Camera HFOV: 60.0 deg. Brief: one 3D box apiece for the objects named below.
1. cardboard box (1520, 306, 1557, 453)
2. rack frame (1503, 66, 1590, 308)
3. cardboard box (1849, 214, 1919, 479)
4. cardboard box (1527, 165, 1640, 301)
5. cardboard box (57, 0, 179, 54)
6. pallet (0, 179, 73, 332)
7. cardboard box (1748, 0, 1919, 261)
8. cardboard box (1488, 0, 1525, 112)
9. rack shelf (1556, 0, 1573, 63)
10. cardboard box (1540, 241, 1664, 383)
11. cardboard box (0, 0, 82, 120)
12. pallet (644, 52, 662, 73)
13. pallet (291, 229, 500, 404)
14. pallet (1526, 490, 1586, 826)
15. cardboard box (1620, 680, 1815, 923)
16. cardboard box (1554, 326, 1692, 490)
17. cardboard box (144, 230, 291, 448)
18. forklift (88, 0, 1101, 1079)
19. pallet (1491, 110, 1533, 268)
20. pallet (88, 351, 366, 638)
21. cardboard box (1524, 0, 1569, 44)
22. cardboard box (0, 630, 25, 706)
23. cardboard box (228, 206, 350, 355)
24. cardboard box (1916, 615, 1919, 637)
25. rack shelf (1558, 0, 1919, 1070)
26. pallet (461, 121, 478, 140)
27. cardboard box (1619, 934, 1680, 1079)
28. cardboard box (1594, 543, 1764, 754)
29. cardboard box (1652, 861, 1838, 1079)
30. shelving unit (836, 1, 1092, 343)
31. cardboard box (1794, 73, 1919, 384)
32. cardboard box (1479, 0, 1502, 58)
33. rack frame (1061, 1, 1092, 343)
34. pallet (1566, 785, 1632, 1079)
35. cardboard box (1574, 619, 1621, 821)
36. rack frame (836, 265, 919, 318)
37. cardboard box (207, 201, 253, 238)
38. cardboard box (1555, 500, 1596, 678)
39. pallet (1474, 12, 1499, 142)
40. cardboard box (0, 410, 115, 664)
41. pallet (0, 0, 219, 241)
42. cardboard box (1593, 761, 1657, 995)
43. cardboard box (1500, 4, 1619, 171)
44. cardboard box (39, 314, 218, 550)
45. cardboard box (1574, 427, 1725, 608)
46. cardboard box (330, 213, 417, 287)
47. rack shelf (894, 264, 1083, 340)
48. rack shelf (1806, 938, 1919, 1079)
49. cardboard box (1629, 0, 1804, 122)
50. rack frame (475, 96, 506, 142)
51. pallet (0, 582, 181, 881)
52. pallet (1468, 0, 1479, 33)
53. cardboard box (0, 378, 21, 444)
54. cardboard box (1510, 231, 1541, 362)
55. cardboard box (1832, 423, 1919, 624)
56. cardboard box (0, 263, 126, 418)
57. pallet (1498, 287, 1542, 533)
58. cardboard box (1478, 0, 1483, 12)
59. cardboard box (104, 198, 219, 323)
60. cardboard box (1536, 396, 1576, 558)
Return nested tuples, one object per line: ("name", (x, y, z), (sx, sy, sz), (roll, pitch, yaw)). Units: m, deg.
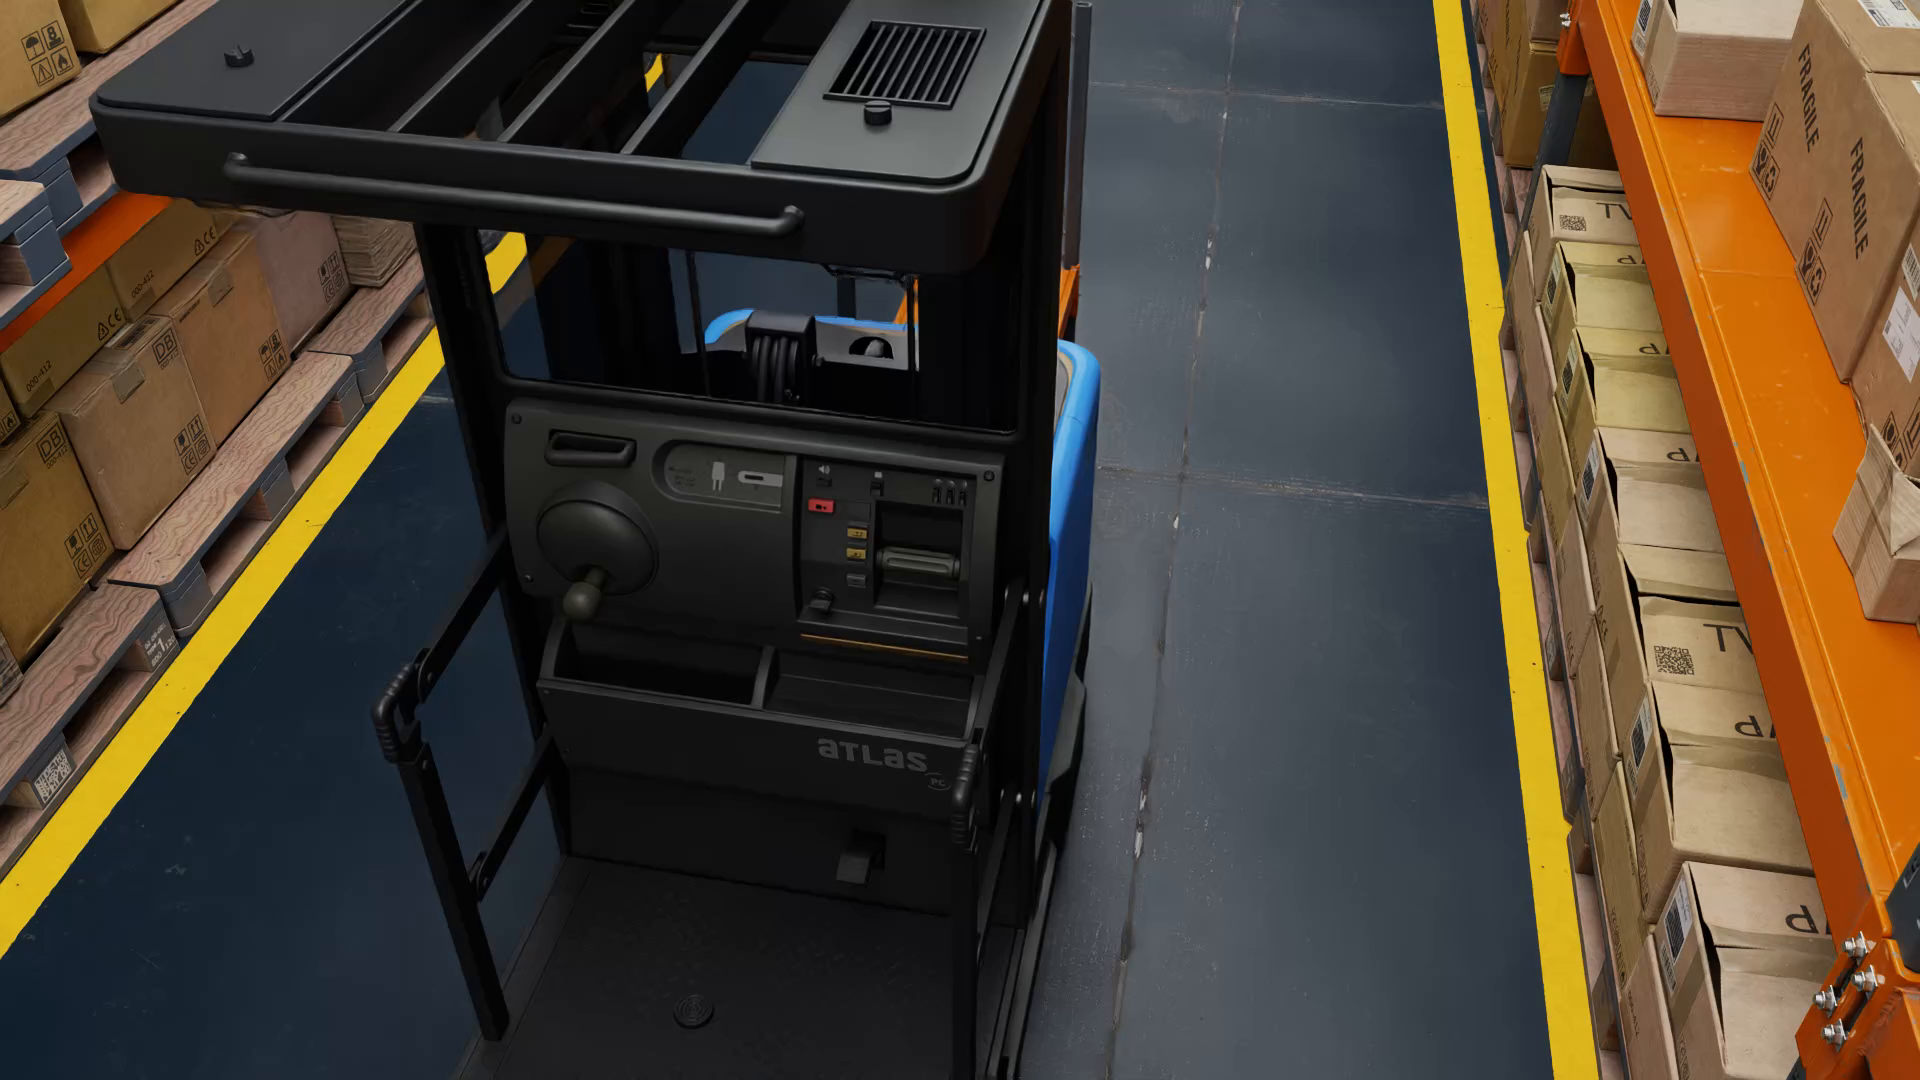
("cardboard box", (2.103, -0.496, 5.325), (0.500, 0.250, 0.500), (5, 40, 6))
("rack frame", (2.569, -2.006, 5.322), (1.000, 3.000, 0.127), (6, 40, 8))
("cardboard box", (2.117, -0.345, 3.235), (0.500, 0.500, 0.500), (9, 40, 11))
("cardboard box", (2.189, -1.028, 5.528), (0.500, 0.311, 0.500), (8, 40, 9))
("cardboard box", (-2.576, -1.678, 4.501), (0.700, 0.500, 0.500), (6, 40, 8))
("pallet", (-2.727, -0.429, 3.566), (1.003, 0.211, 1.213), (6, 40, 8))
("cardboard box", (2.295, -0.990, 4.015), (0.500, 0.500, 0.500), (4, 40, 5))
("cardboard box", (2.589, -2.150, 7.113), (0.500, 0.500, 0.500), (5, 40, 6))
("rack shelf", (2.915, -2.984, 7.070), (1.077, 0.370, 4.000), (6, 40, 8))
("cardboard box", (2.106, -0.697, 5.128), (0.500, 0.311, 0.500), (5, 40, 7))
("cardboard box", (-2.694, -1.330, 4.081), (0.700, 0.500, 0.500), (12, 41, 14))
("pallet", (-1.887, -2.725, 8.380), (1.003, 0.211, 1.213), (6, 40, 8))
("pallet", (-2.447, -0.985, 6.276), (1.003, 0.211, 1.213), (6, 40, 8))
("pallet", (2.175, 0.344, 4.668), (1.003, 0.211, 1.213), (6, 40, 8))
("cardboard box", (1.748, 0.573, 3.591), (0.500, 0.311, 0.500), (7, 40, 9))
("cardboard box", (2.016, -0.378, 4.741), (0.500, 0.311, 0.500), (5, 40, 6))
("cardboard box", (-2.646, -0.673, 5.327), (0.700, 0.500, 0.500), (6, 40, 7))
("forklift", (-0.426, 0.062, 2.875), (1.130, 2.935, 3.031), (7, 40, 9))
("pallet", (2.735, -1.396, 6.773), (1.003, 0.211, 1.213), (6, 40, 8))
("pallet", (-2.661, -0.222, 5.352), (1.003, 0.211, 1.213), (6, 40, 8))
("cardboard box", (2.505, -2.150, 6.524), (0.500, 0.250, 0.500), (8, 40, 9))
("cardboard box", (-2.892, 0.290, 4.161), (0.700, 0.500, 0.500), (8, 40, 9))
("cardboard box", (-2.588, -0.988, 5.708), (0.700, 0.500, 0.500), (6, 40, 8))
("cardboard box", (1.919, 0.248, 2.713), (0.500, 0.250, 0.500), (9, 40, 10))
("rack shelf", (2.223, -0.474, 4.033), (1.077, 0.370, 4.000), (6, 40, 8))
("pallet", (-2.100, -1.962, 7.457), (1.003, 0.211, 1.213), (6, 40, 8))
("cardboard box", (1.663, 1.110, 3.382), (0.500, 0.250, 0.500), (6, 40, 7))
("cardboard box", (1.837, 0.260, 3.970), (0.500, 0.311, 0.500), (6, 40, 8))
("cardboard box", (1.664, 0.900, 3.195), (0.500, 0.311, 0.500), (6, 40, 8))
("shelving unit", (0.033, -0.668, 4.881), (0.587, 1.500, 1.083), (7, 40, 9))
("cardboard box", (2.204, -0.659, 3.615), (0.500, 0.500, 0.500), (6, 40, 8))
("cardboard box", (2.674, -2.480, 7.512), (0.500, 0.500, 0.500), (5, 40, 6))
("rack frame", (0.130, -0.980, 5.259), (0.500, 1.500, 0.032), (7, 40, 9))
("pallet", (1.966, 1.112, 3.739), (1.003, 0.211, 1.213), (6, 40, 8))
("cardboard box", (1.840, 0.472, 4.154), (0.500, 0.250, 0.500), (7, 40, 9))
("rack frame", (-0.068, -0.345, 4.490), (0.500, 1.500, 0.032), (7, 40, 9))
("cardboard box", (-2.544, -1.237, 5.420), (0.500, 0.250, 0.500), (7, 40, 9))
("cardboard box", (1.930, 0.152, 4.540), (0.500, 0.250, 0.500), (7, 40, 9))
("pallet", (2.949, -2.159, 7.696), (1.003, 0.211, 1.213), (6, 40, 8))
("cardboard box", (-2.852, -0.039, 4.560), (0.700, 0.500, 0.500), (6, 40, 7))
("pallet", (-2.613, -1.229, 4.533), (1.003, 0.211, 1.213), (6, 40, 8))
("cardboard box", (1.752, 0.793, 3.766), (0.500, 0.250, 0.500), (6, 40, 7))
("cardboard box", (2.500, -1.825, 6.720), (0.500, 0.500, 0.500), (8, 40, 9))
("cardboard box", (-2.724, -0.355, 4.942), (0.700, 0.500, 0.500), (7, 40, 8))
("cardboard box", (1.928, -0.055, 4.351), (0.500, 0.311, 0.500), (6, 40, 7))
("cardboard box", (-2.384, -1.299, 6.083), (0.700, 0.500, 0.500), (7, 40, 8))
("rack shelf", (0.031, -0.524, 4.989), (0.538, 0.185, 1.000), (7, 40, 9))
("rack shelf", (1.531, 2.037, 0.997), (1.077, 0.370, 4.000), (6, 40, 8))
("cardboard box", (2.223, -1.432, 4.698), (0.500, 0.311, 0.500), (6, 40, 7))
("rack frame", (-2.311, -2.550, 5.980), (1.000, 3.000, 0.127), (6, 40, 8))
("pallet", (-2.870, 0.546, 4.424), (1.003, 0.211, 1.213), (6, 40, 8))
("pallet", (3.158, -2.927, 8.625), (1.003, 0.211, 1.213), (6, 40, 8))
("cardboard box", (-2.819, -0.275, 4.257), (0.500, 0.250, 0.500), (6, 40, 7))
("cardboard box", (2.189, -0.812, 5.706), (0.500, 0.250, 0.500), (6, 40, 8))
("cardboard box", (1.848, -0.016, 3.021), (0.396, 0.266, 0.258), (5, 40, 7))
("cardboard box", (-2.733, -0.602, 4.652), (0.500, 0.250, 0.500), (5, 40, 6))
("pallet", (2.388, -0.419, 5.591), (1.003, 0.211, 1.213), (6, 40, 8))
("cardboard box", (2.762, -2.797, 7.896), (0.500, 0.500, 0.500), (7, 40, 8))
("cardboard box", (-2.628, -0.913, 5.029), (0.500, 0.250, 0.500), (6, 40, 7))
("cardboard box", (2.019, -0.169, 4.929), (0.500, 0.250, 0.500), (5, 40, 6))
